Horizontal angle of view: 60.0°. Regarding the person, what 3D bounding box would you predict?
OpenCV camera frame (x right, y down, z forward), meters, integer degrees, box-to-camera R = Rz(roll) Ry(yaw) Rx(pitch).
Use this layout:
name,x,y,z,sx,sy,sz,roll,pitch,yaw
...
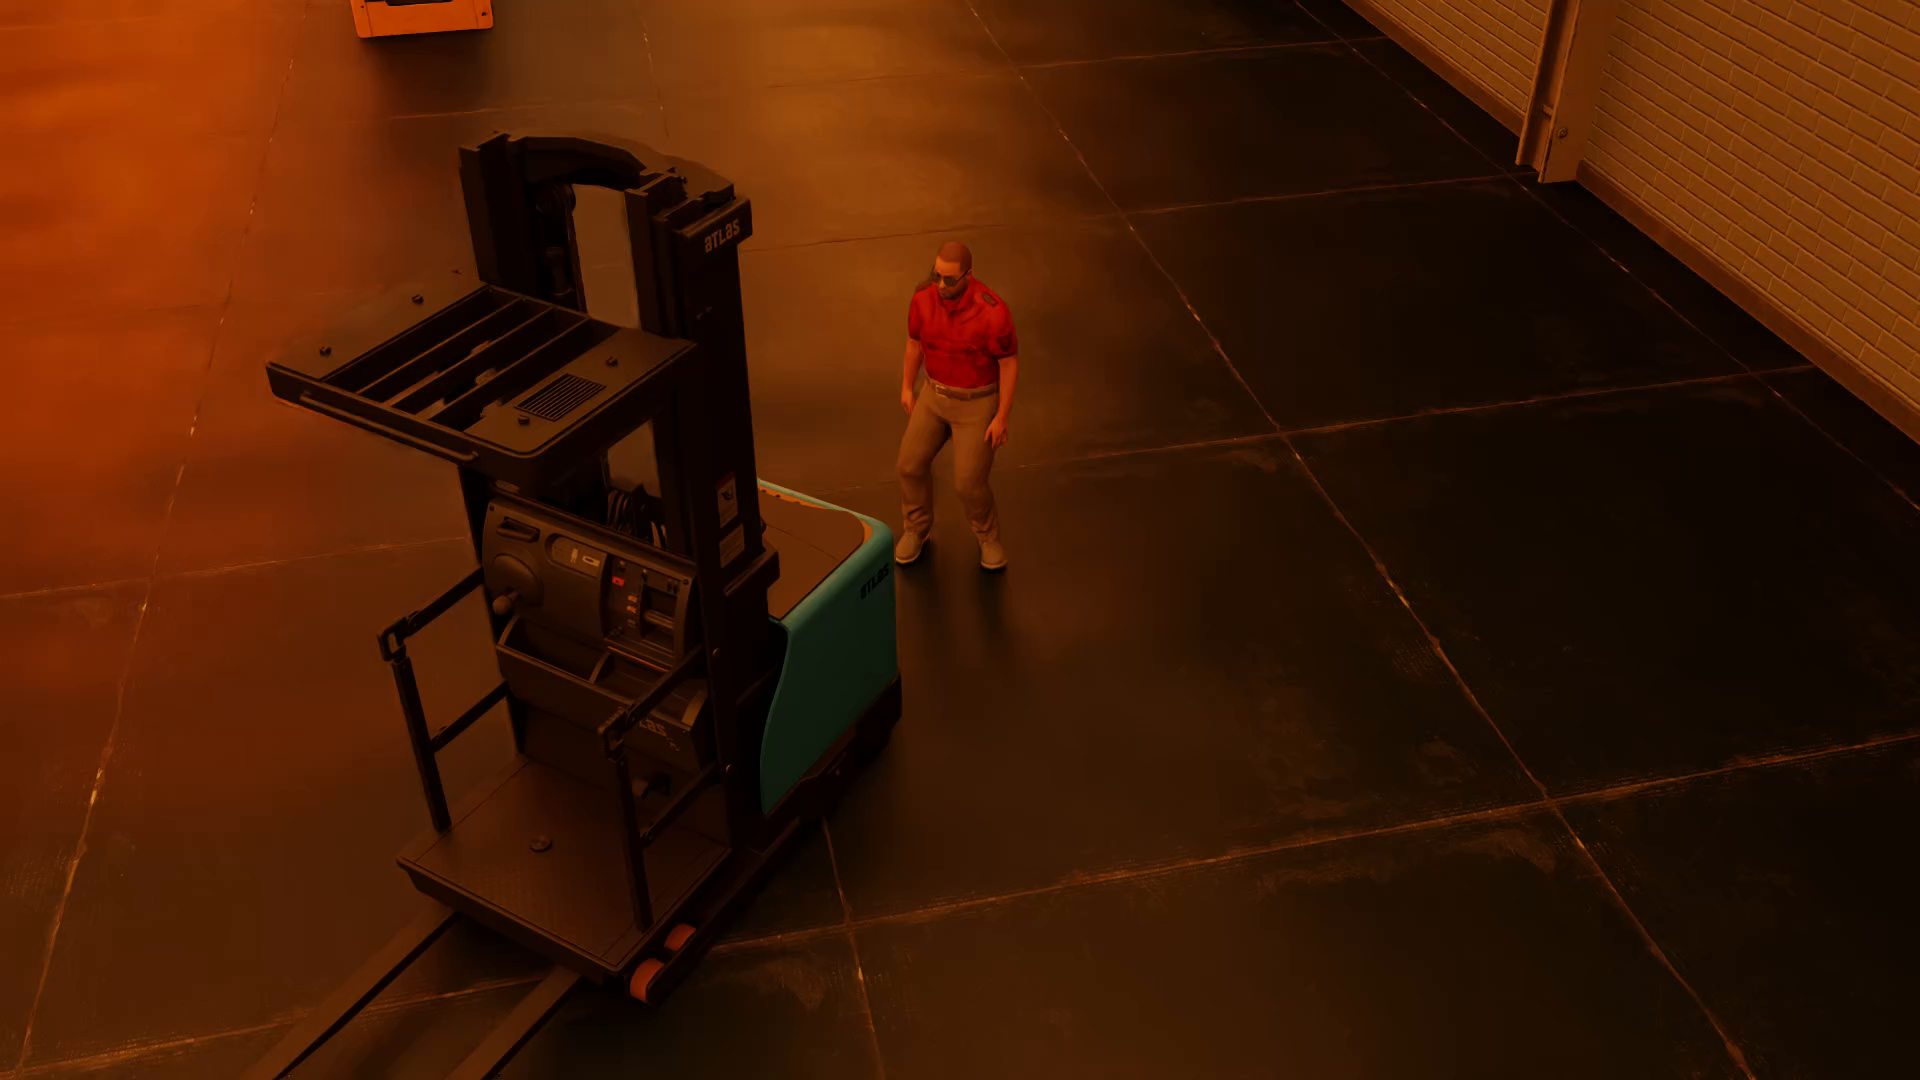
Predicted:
name,x,y,z,sx,sy,sz,roll,pitch,yaw
person,-0.047,-0.628,7.974,0.630,1.710,0.487,21,41,26

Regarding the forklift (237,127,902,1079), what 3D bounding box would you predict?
name,x,y,z,sx,sy,sz,roll,pitch,yaw
forklift,-1.433,0.220,5.745,1.130,2.935,3.031,19,40,24
